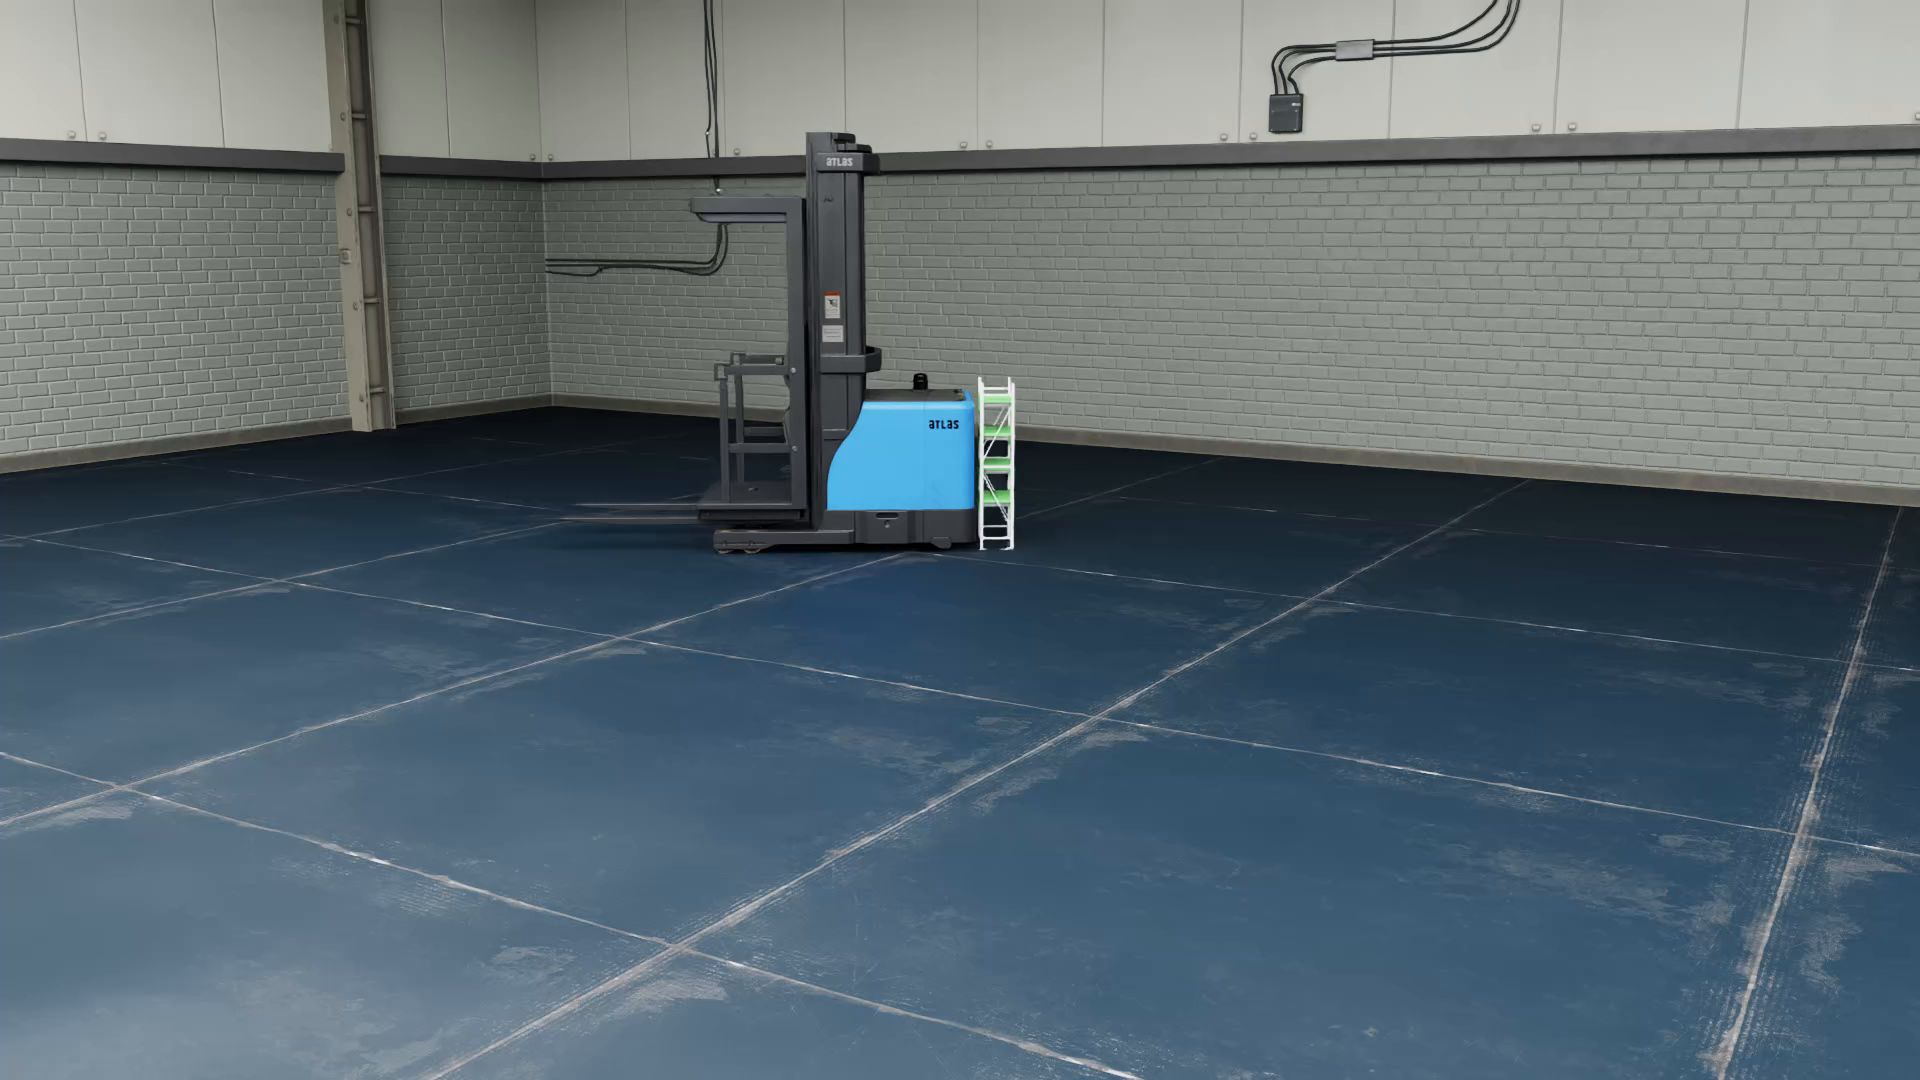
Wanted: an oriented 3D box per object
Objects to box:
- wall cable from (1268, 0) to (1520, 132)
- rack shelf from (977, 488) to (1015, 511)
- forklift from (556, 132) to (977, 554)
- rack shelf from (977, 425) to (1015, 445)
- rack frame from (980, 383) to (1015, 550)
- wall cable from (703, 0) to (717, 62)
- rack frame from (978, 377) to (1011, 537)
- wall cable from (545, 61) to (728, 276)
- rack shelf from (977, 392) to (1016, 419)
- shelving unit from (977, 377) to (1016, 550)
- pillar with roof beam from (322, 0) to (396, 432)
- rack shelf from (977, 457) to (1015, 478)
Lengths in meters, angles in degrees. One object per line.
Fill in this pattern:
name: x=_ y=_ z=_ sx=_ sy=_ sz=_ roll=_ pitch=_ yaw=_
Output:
wall cable: x=3.993 y=-6.803 z=15.010 sx=2.305 sy=6.003 sz=0.169 roll=6 pitch=12 yaw=31
rack shelf: x=0.260 y=-0.268 z=12.188 sx=0.258 sy=0.148 sz=0.480 roll=0 pitch=11 yaw=-1
forklift: x=-1.406 y=-1.441 z=12.102 sx=3.031 sy=2.935 sz=1.130 roll=0 pitch=11 yaw=-1
rack shelf: x=0.261 y=-0.739 z=12.100 sx=0.258 sy=0.148 sz=0.480 roll=0 pitch=11 yaw=-1
rack frame: x=0.266 y=-0.521 z=11.893 sx=0.240 sy=1.200 sz=0.015 roll=0 pitch=11 yaw=-1
wall cable: x=-1.801 y=-6.738 z=18.621 sx=3.097 sy=2.526 sz=0.112 roll=6 pitch=12 yaw=31
rack frame: x=0.255 y=-0.611 z=12.372 sx=0.240 sy=1.200 sz=0.015 roll=0 pitch=11 yaw=-1
wall cable: x=-4.113 y=-4.514 z=20.466 sx=3.097 sy=2.526 sz=0.112 roll=6 pitch=12 yaw=31
rack shelf: x=0.261 y=-0.975 z=12.056 sx=0.258 sy=0.148 sz=0.480 roll=0 pitch=11 yaw=-1
shelving unit: x=0.260 y=-0.566 z=12.132 sx=0.258 sy=1.200 sz=0.503 roll=0 pitch=11 yaw=-1
pillar with roof beam: x=-3.093 y=-5.292 z=16.184 sx=9.100 sy=9.000 sz=0.400 roll=6 pitch=12 yaw=31
rack shelf: x=0.260 y=-0.503 z=12.144 sx=0.258 sy=0.148 sz=0.480 roll=0 pitch=11 yaw=-1
